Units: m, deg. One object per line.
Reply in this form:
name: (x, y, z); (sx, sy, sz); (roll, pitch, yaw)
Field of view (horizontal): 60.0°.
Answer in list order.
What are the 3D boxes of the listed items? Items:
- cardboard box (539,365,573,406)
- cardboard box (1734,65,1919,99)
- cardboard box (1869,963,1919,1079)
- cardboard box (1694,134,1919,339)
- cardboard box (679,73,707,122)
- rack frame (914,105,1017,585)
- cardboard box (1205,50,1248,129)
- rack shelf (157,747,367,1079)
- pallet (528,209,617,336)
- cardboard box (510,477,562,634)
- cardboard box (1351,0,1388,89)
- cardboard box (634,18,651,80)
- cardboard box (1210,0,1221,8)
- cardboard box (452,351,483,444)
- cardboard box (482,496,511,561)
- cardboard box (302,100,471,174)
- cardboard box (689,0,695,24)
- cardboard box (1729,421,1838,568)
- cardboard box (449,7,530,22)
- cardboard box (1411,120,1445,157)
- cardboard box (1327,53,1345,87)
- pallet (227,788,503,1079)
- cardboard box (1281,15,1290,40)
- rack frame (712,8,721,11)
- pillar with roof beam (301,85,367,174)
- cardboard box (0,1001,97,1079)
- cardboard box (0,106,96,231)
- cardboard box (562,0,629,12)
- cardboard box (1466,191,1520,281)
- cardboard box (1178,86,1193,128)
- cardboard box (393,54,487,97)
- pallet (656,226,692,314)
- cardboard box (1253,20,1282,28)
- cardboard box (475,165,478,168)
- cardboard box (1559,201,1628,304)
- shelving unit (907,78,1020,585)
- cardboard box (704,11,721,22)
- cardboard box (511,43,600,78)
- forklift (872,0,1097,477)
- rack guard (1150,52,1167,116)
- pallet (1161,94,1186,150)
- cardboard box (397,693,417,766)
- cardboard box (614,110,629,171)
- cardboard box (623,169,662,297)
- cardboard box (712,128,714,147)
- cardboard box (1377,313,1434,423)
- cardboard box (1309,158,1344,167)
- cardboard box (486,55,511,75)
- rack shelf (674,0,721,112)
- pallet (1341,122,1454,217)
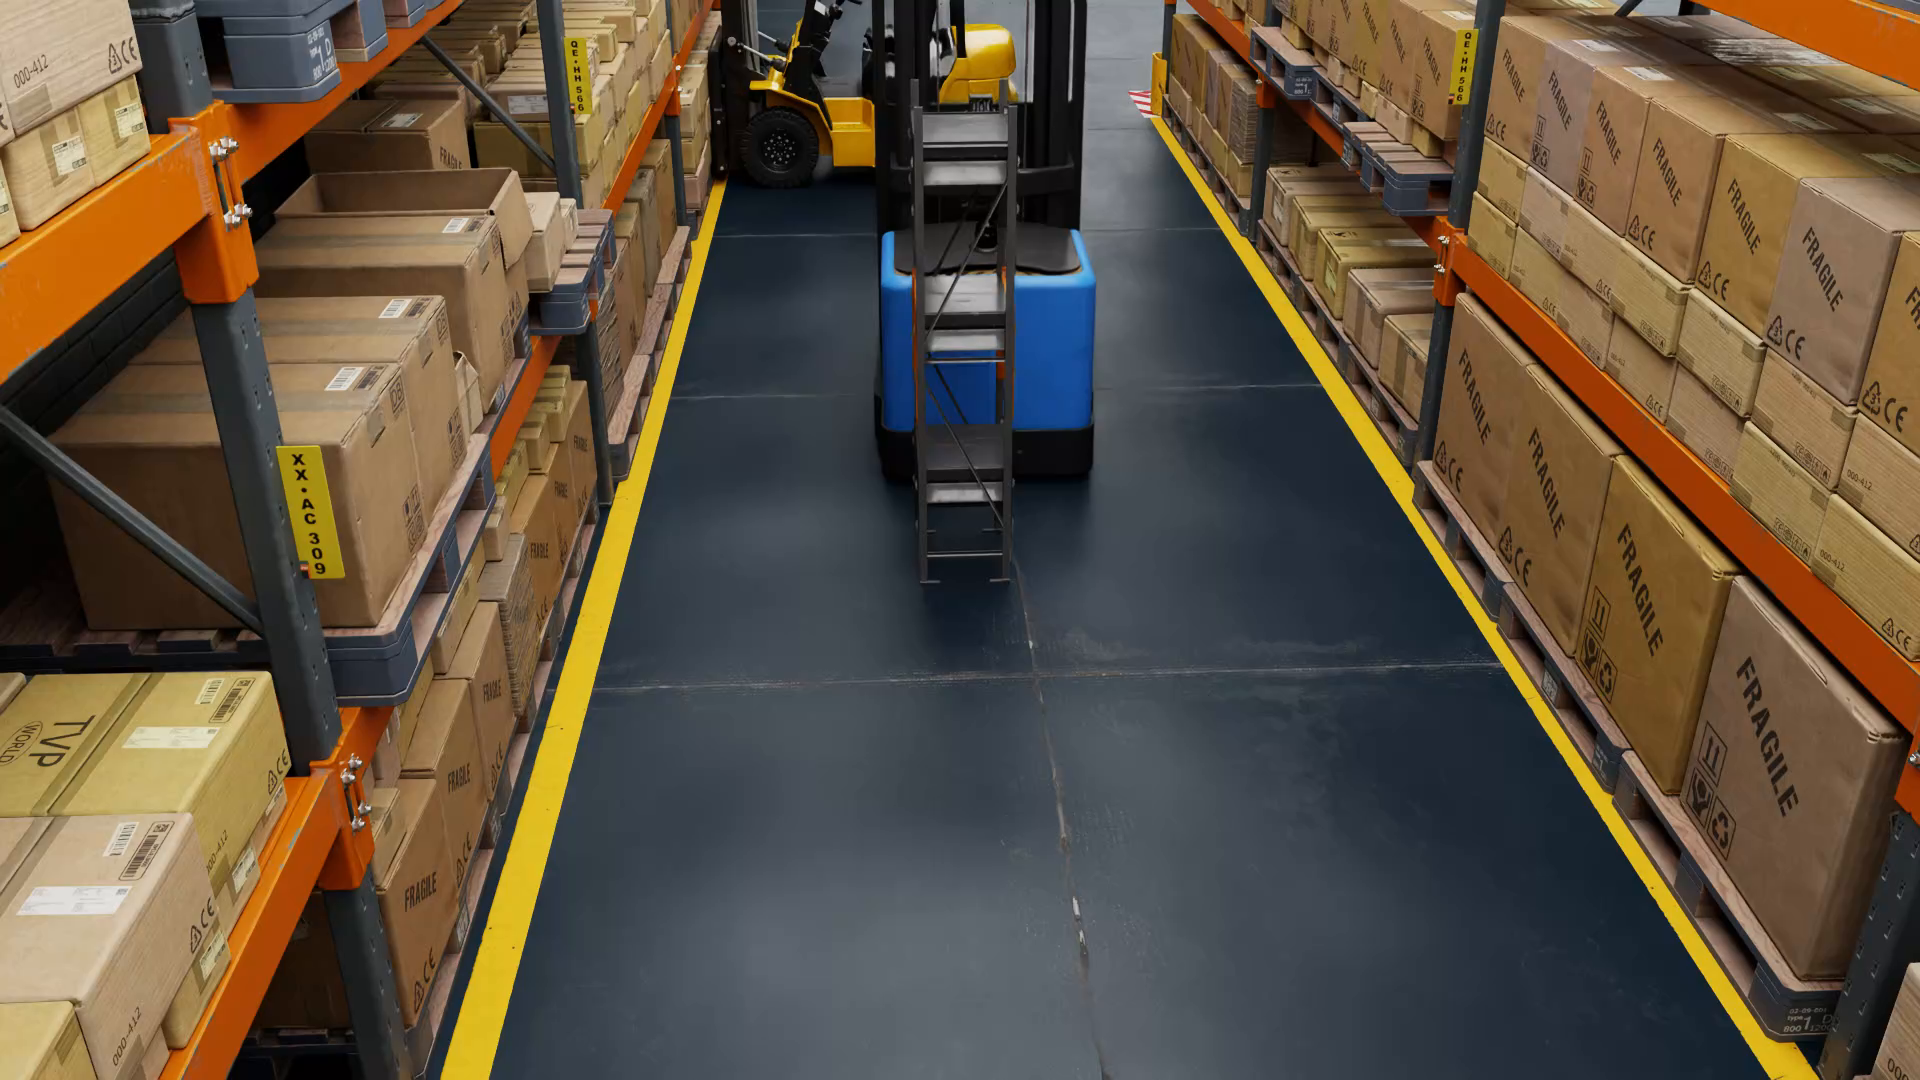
cardboard box: (-1.912, -0.649, 7.298); (0.380, 0.149, 0.250); (-3, 28, -5)
cardboard box: (3.108, -1.416, 6.031); (0.500, 0.500, 0.500); (-1, 28, -3)
cardboard box: (2.900, 1.463, 4.018); (0.875, 0.438, 0.875); (-2, 28, -3)
cardboard box: (2.659, -0.941, 5.121); (0.500, 0.500, 0.500); (-1, 28, -1)
cardboard box: (-2.128, -3.230, 12.138); (0.500, 0.250, 0.500); (-1, 28, -3)
rack frame: (0.021, -0.742, 6.902); (0.400, 2.100, 0.015); (-1, 28, -3)
cardboard box: (2.202, -3.511, 12.946); (0.500, 0.500, 0.500); (0, 28, 0)
rack shelf: (-1.877, 1.585, 2.246); (1.077, 0.370, 4.000); (-1, 28, -3)
pallet: (-2.085, -1.109, 6.840); (1.213, 0.211, 1.003); (-1, 28, -3)
cardboard box: (-1.908, 0.080, 6.602); (0.500, 0.500, 0.500); (0, 28, 0)
cardboard box: (2.399, -2.664, 8.730); (0.500, 0.500, 0.500); (-3, 28, -6)
cardboard box: (-2.064, -2.813, 9.522); (0.500, 0.250, 0.500); (-1, 28, -2)
cardboard box: (2.146, -4.210, 12.849); (0.380, 0.149, 0.250); (-1, 28, -2)
cardboard box: (-1.671, -0.435, 5.032); (0.396, 0.266, 0.258); (0, 28, 0)
cardboard box: (-1.871, -0.036, 6.122); (0.380, 0.149, 0.250); (-3, 28, -5)
cardboard box: (-2.320, -1.494, 6.809); (0.500, 0.500, 0.500); (0, 28, 0)
cardboard box: (-2.233, -4.082, 12.225); (0.500, 0.500, 0.500); (-2, 28, -3)
cardboard box: (2.674, -0.149, 4.955); (0.500, 0.250, 0.500); (-2, 28, -3)
cardboard box: (-2.562, -2.812, 9.088); (0.380, 0.149, 0.250); (-1, 28, -2)
cardboard box: (2.428, -1.969, 8.100); (0.380, 0.149, 0.250); (-1, 28, -2)
cardboard box: (2.311, -2.683, 9.469); (0.380, 0.149, 0.250); (0, 28, -1)
pallet: (-2.062, 1.204, 5.214); (1.003, 0.211, 1.213); (-1, 28, -3)
cardboard box: (2.270, -3.286, 10.624); (0.380, 0.149, 0.250); (-1, 28, -2)
rack frame: (-2.609, -5.200, 14.476); (1.000, 3.000, 0.127); (-1, 28, -3)
pillar with roof beam: (1.140, -4.849, 7.317); (9.100, 9.000, 0.400); (-1, 28, -3)
cardboard box: (-1.658, 0.968, 2.492); (0.500, 0.250, 0.500); (-2, 28, -3)
cardboard box: (-1.659, -0.604, 2.693); (0.380, 0.149, 0.250); (-1, 28, -3)
cardboard box: (-2.064, -2.943, 9.339); (0.380, 0.149, 0.250); (-1, 28, -2)
cardboard box: (2.540, -1.328, 7.215); (0.500, 0.250, 0.500); (-2, 28, -4)
cardboard box: (2.133, -3.673, 14.068); (0.500, 0.250, 0.500); (0, 28, -1)
cardboard box: (-2.488, -2.222, 7.957); (0.380, 0.149, 0.250); (-1, 28, -3)
pallet: (-2.322, -1.777, 10.928); (1.003, 0.211, 1.213); (-1, 28, -3)
cardboard box: (2.236, -3.504, 11.496); (0.380, 0.149, 0.250); (-2, 28, -3)
cardboard box: (-2.470, -1.640, 7.813); (0.500, 0.250, 0.500); (-2, 28, -4)
cardboard box: (2.585, -1.073, 6.185); (0.500, 0.250, 0.500); (-1, 28, -3)
shelving unit: (0.009, -0.855, 7.118); (0.431, 2.100, 0.503); (-1, 28, -3)
cardboard box: (-2.273, -4.405, 14.390); (0.500, 0.250, 0.500); (0, 28, -1)
cardboard box: (-1.994, -2.353, 8.209); (0.380, 0.149, 0.250); (-1, 28, -2)
forklift: (0.088, -2.254, 8.902); (1.130, 2.935, 3.031); (-1, 28, -2)
rack guard: (2.352, -4.178, 15.220); (1.175, 0.500, 0.348); (-1, 28, -3)
pallet: (2.359, -3.674, 14.566); (1.003, 0.211, 1.213); (-1, 28, -3)
cardboard box: (-1.851, 0.560, 4.980); (0.380, 0.149, 0.250); (-3, 28, -5)
cardboard box: (-2.025, -2.120, 8.733); (0.500, 0.250, 0.500); (-2, 28, -4)
cardboard box: (-2.328, -1.887, 10.237); (0.875, 0.625, 0.625); (-2, 28, -3)
cardboard box: (-2.185, -3.257, 13.270); (0.500, 0.250, 0.500); (-1, 28, -1)
cardboard box: (2.746, -0.909, 8.637); (0.950, 0.372, 0.625); (-3, 28, -6)
cardboard box: (2.796, -2.720, 12.241); (0.500, 0.250, 0.500); (-3, 28, -5)
cardboard box: (-2.544, -2.329, 8.593); (0.500, 0.250, 0.500); (-2, 28, -3)
rack shelf: (-2.504, -3.957, 12.871); (1.077, 0.370, 4.000); (-1, 28, -3)
pallet: (2.622, -1.868, 8.296); (1.213, 0.211, 1.003); (-1, 28, -3)
